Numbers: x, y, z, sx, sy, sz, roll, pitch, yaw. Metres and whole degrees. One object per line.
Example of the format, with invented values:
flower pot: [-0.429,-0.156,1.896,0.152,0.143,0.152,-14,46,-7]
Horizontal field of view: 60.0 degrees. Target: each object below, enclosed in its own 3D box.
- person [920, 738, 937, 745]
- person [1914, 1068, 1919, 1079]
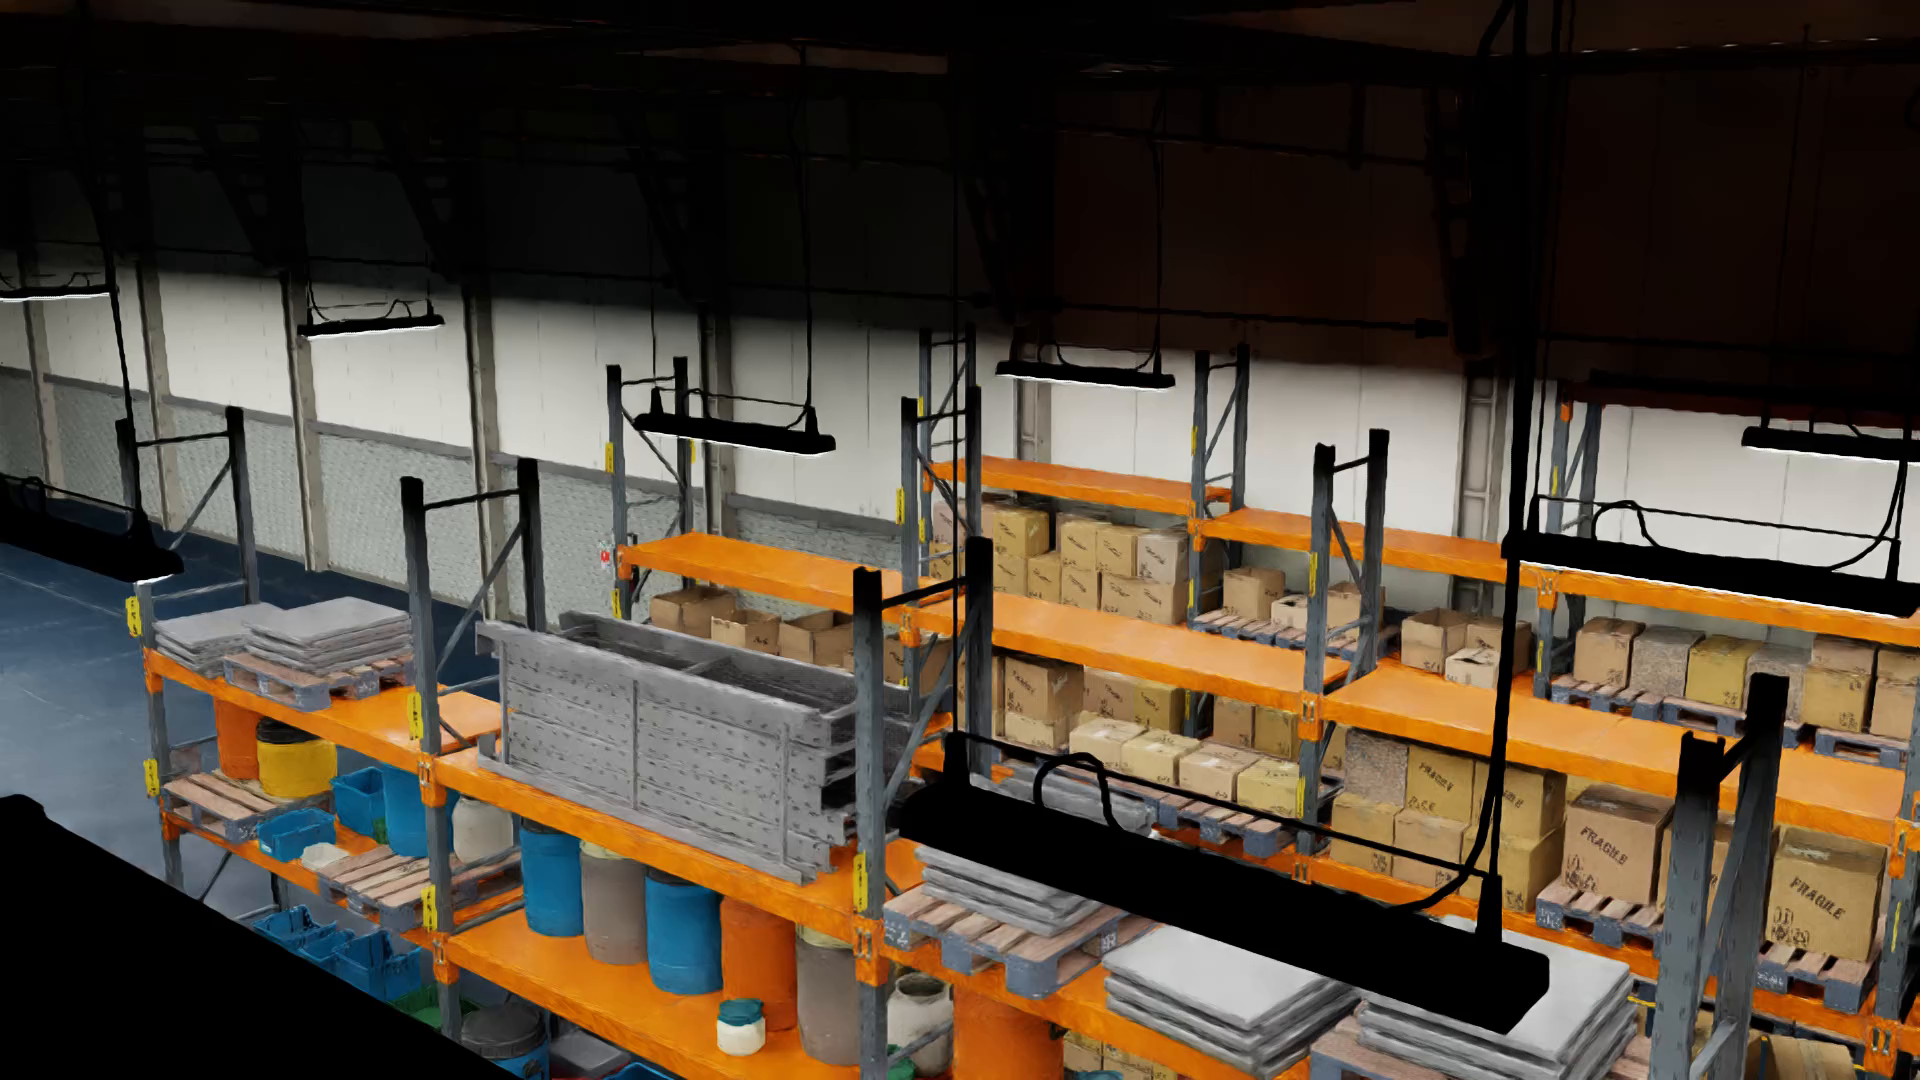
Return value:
person: [-0.238,3.012,19.422,0.763,1.532,0.573,5,13,19]
person: [7.339,4.464,12.399,0.594,1.786,0.443,2,13,9]
